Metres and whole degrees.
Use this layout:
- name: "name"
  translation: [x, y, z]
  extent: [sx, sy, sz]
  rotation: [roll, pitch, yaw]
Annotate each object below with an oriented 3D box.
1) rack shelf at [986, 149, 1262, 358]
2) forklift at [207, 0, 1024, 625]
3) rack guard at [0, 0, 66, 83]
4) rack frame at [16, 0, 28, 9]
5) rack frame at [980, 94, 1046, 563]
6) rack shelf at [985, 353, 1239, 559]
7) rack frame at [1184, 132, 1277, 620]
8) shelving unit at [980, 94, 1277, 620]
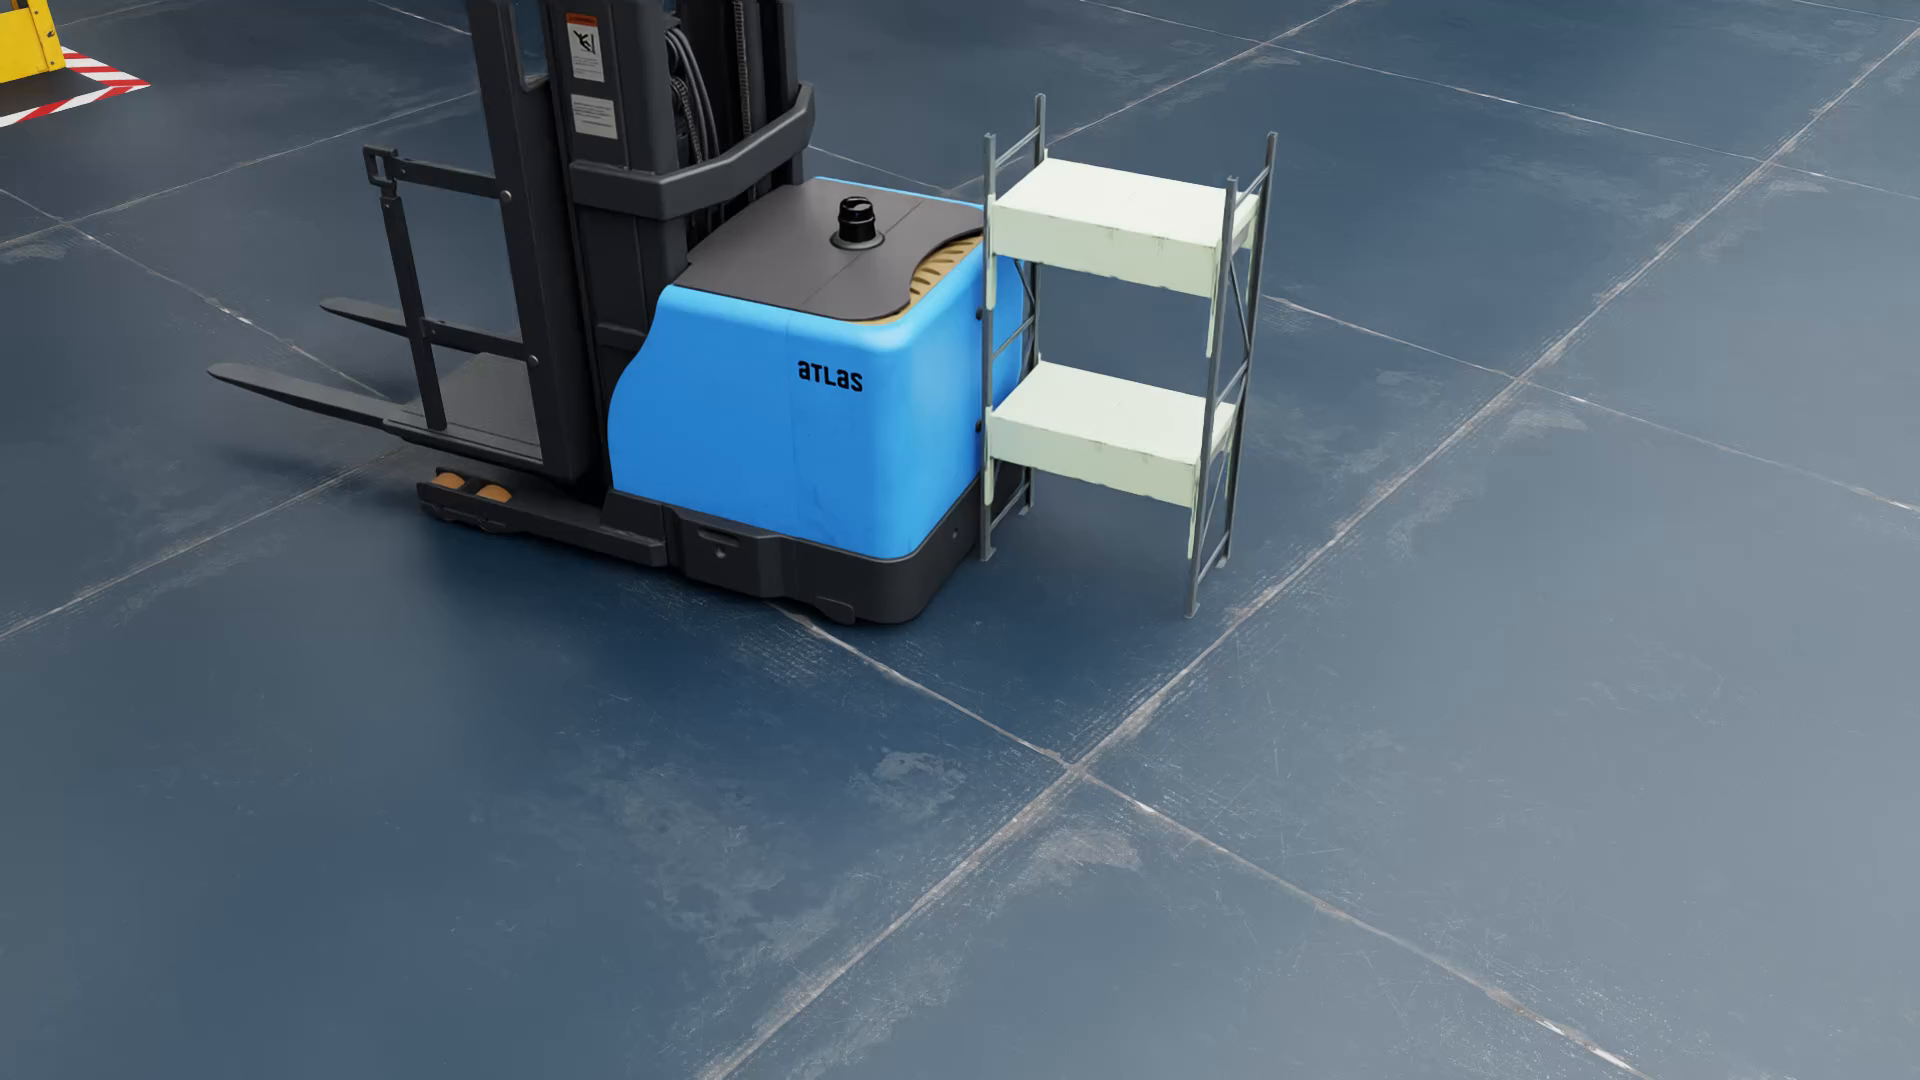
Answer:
- name: "rack shelf"
  translation: [0.494, -0.875, 5.010]
  extent: [0.720, 0.370, 0.431]
  rotation: [15, 37, 21]
- name: "forklift"
  translation: [-1.336, -1.487, 5.326]
  extent: [3.031, 2.935, 1.130]
  rotation: [14, 37, 20]
- name: "rack guard"
  translation: [-5.765, -2.816, 9.409]
  extent: [0.348, 0.500, 1.175]
  rotation: [25, 42, 32]
- name: "rack frame"
  translation: [-5.676, -3.840, 8.691]
  extent: [0.127, 3.000, 1.000]
  rotation: [25, 42, 32]
- name: "rack frame"
  translation: [0.165, -0.644, 5.363]
  extent: [0.023, 1.500, 0.400]
  rotation: [15, 37, 21]
- name: "rack shelf"
  translation: [0.494, -0.285, 5.416]
  extent: [0.720, 0.370, 0.431]
  rotation: [15, 37, 21]
- name: "rack frame"
  translation: [0.824, -0.463, 5.099]
  extent: [0.023, 1.500, 0.400]
  rotation: [15, 37, 21]
- name: "shelving unit"
  translation: [0.494, -0.553, 5.231]
  extent: [0.755, 1.500, 0.431]
  rotation: [15, 37, 21]
